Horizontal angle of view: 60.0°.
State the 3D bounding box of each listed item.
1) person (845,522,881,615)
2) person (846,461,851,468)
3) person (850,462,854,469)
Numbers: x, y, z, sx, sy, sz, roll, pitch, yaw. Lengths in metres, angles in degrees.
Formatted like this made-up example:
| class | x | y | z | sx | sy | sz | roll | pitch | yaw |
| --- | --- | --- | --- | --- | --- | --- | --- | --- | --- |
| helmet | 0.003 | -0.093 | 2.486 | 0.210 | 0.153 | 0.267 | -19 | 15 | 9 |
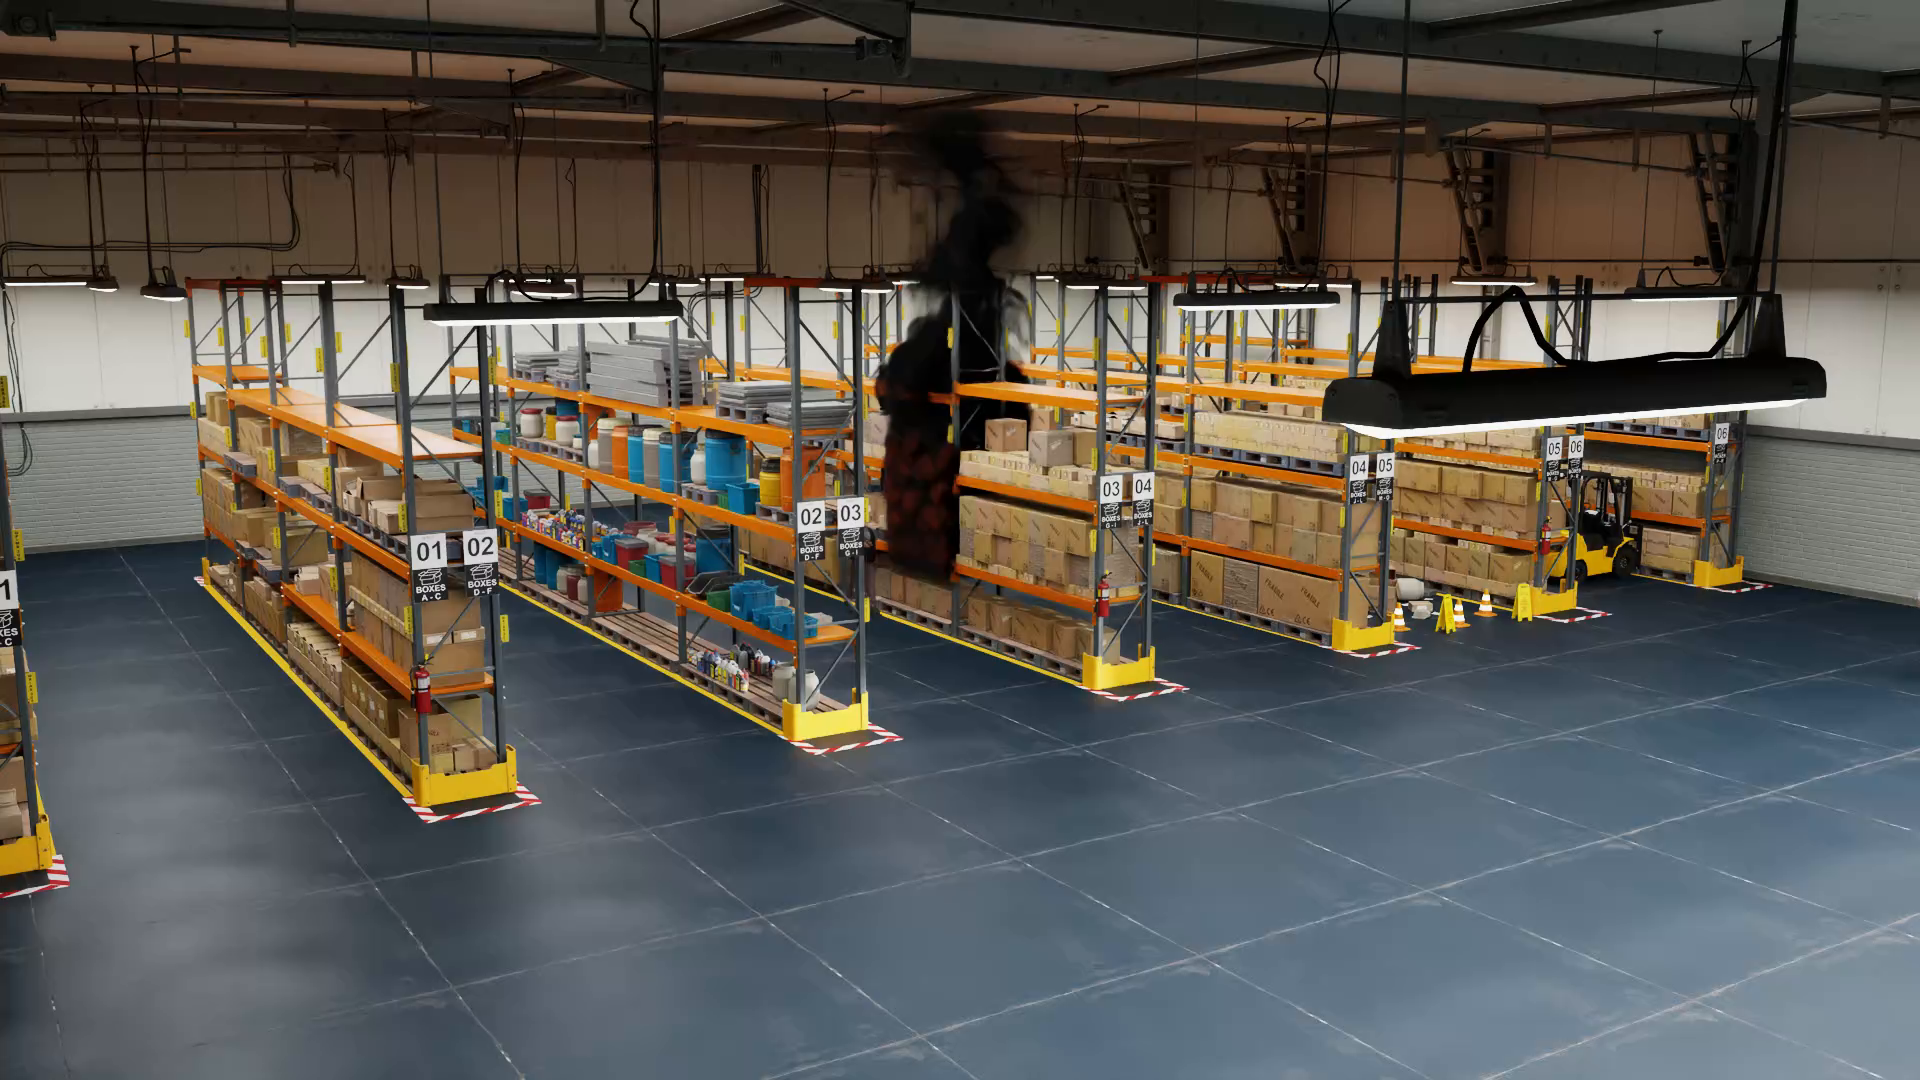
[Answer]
| class | x | y | z | sx | sy | sz | roll | pitch | yaw |
| --- | --- | --- | --- | --- | --- | --- | --- | --- | --- |
| person | -1.649 | 0.424 | 28.500 | 0.664 | 1.776 | 0.891 | -7 | 12 | -37 |
| person | -2.649 | -0.979 | 38.675 | 0.652 | 1.731 | 0.601 | -6 | 11 | -30 |
| person | -2.678 | -1.441 | 41.774 | 0.855 | 1.561 | 0.583 | -6 | 11 | -31 |
